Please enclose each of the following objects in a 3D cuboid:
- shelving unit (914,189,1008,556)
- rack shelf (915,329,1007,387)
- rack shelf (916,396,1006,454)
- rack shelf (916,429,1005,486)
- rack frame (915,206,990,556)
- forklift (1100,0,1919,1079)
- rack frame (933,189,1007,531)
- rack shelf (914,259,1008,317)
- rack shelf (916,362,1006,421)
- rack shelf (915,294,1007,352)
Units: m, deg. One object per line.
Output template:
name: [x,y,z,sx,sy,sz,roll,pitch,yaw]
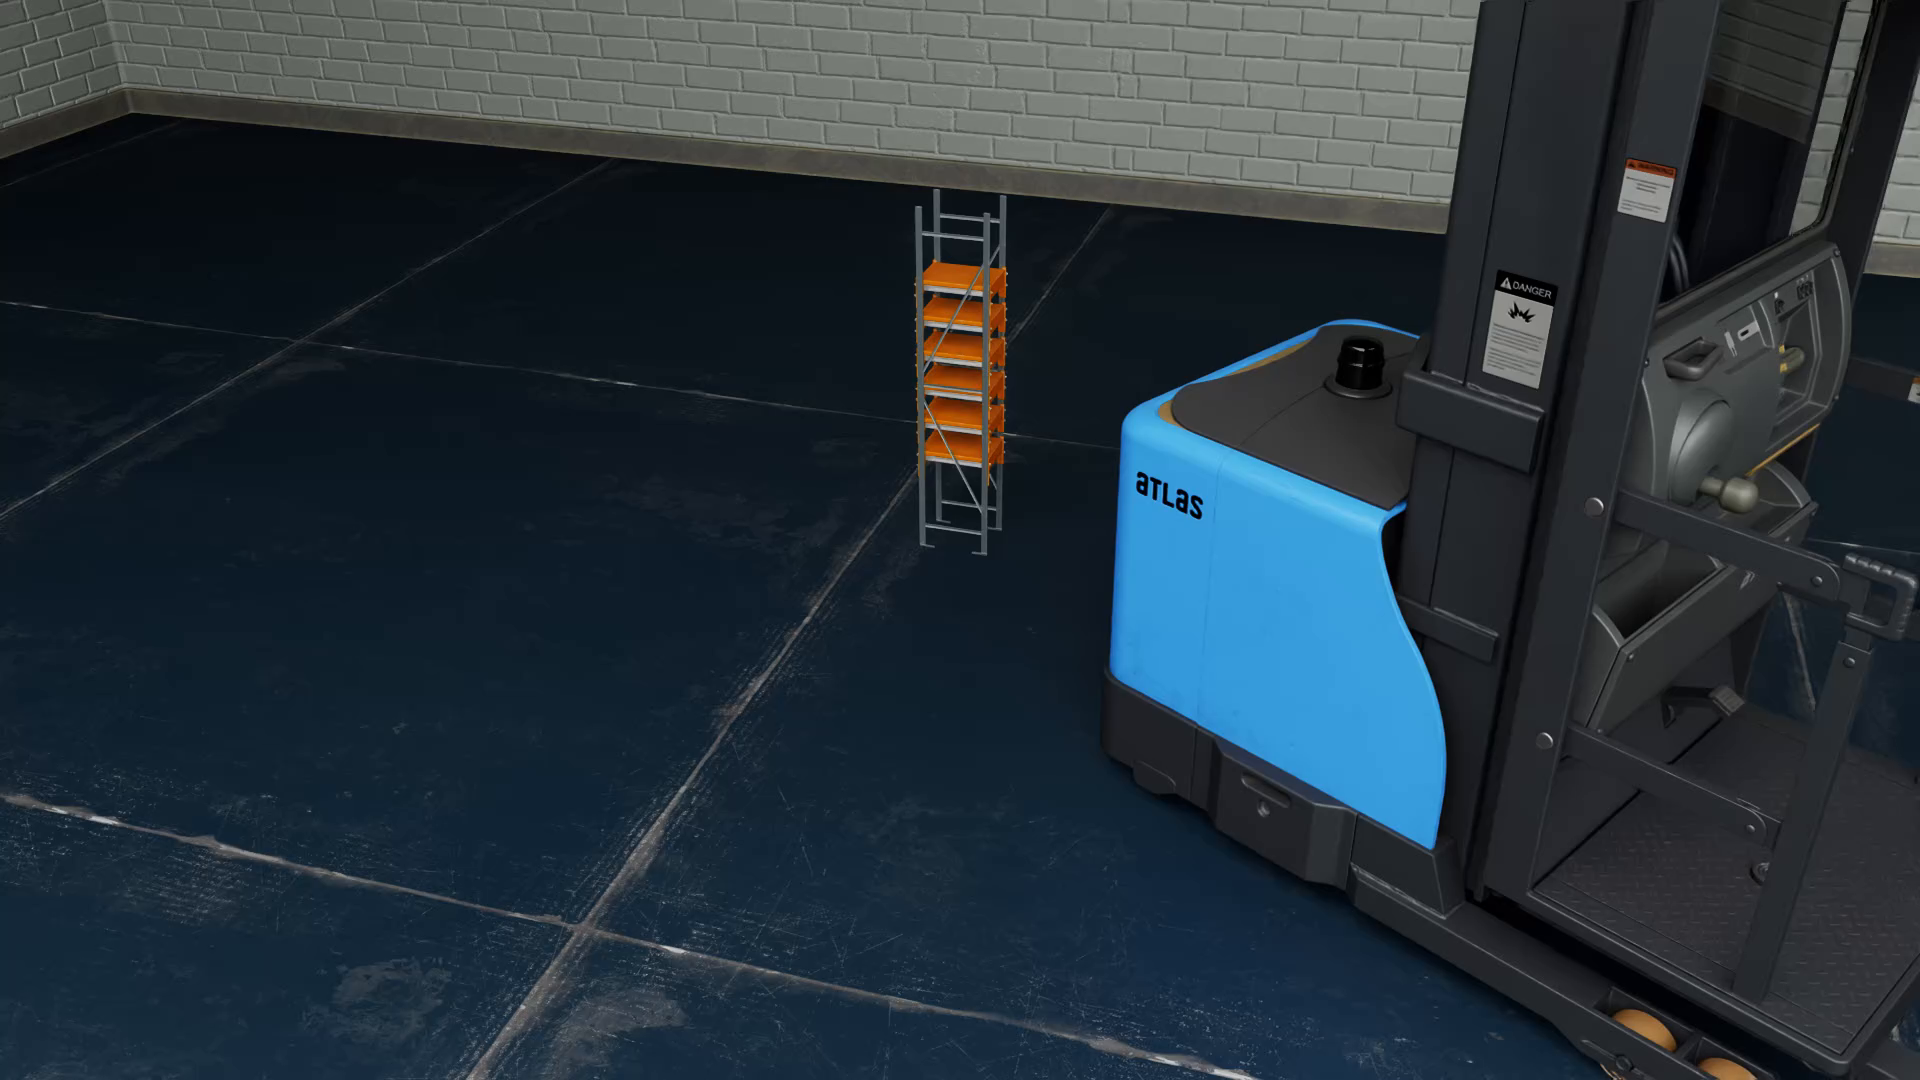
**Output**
shelving unit: [0.004,-0.531,5.470,0.258,1.200,0.189,8,30,15]
rack shelf: [0.004,-0.597,5.434,0.258,0.103,0.180,8,30,15]
rack shelf: [0.004,-0.387,5.550,0.258,0.103,0.180,8,30,15]
rack shelf: [0.004,-0.282,5.609,0.258,0.103,0.180,8,30,15]
rack frame: [-0.023,-0.489,5.394,0.240,1.200,0.006,8,30,15]
forklift: [1.766,-0.306,3.285,1.130,2.935,3.031,-25,38,-37]
rack frame: [0.031,-0.574,5.547,0.240,1.200,0.006,8,30,15]
rack shelf: [0.004,-0.807,5.317,0.258,0.103,0.180,8,30,15]
rack shelf: [0.004,-0.492,5.492,0.258,0.103,0.180,8,30,15]
rack shelf: [0.004,-0.702,5.375,0.258,0.103,0.180,8,30,15]
